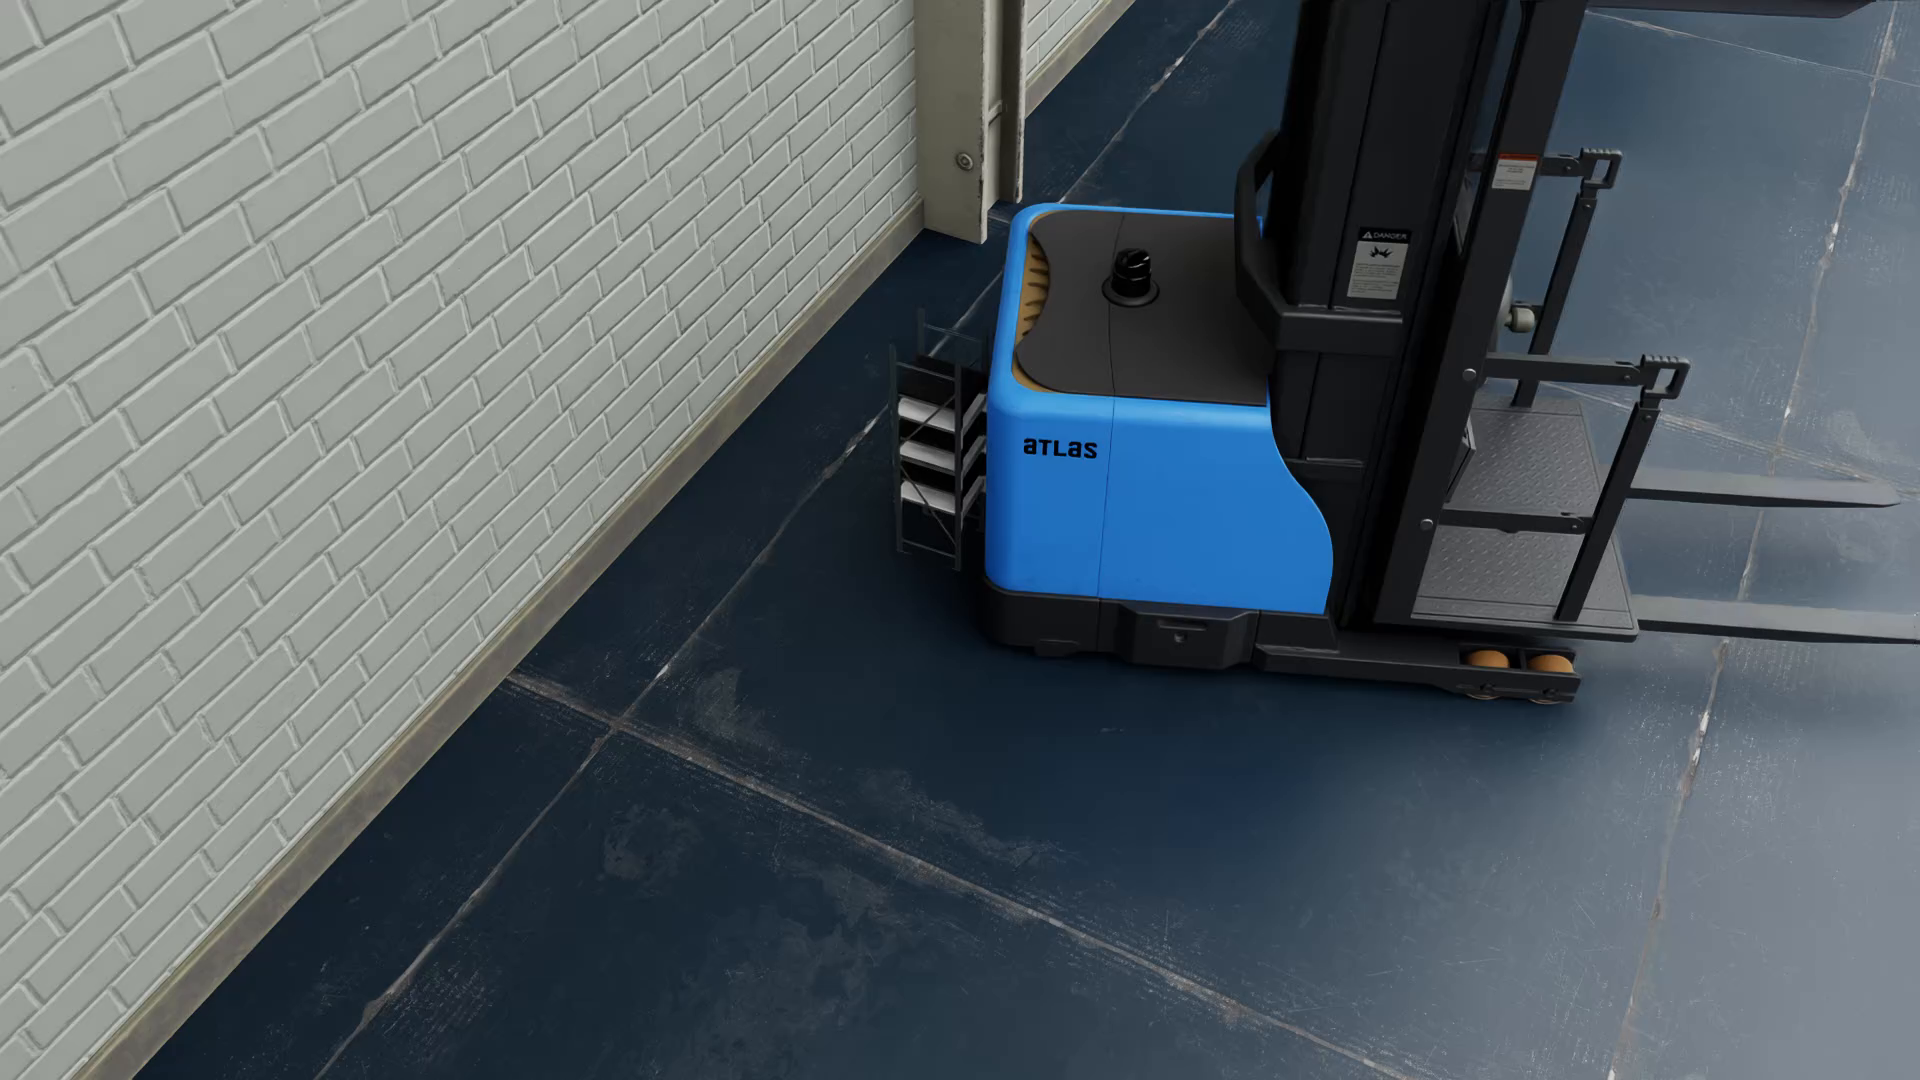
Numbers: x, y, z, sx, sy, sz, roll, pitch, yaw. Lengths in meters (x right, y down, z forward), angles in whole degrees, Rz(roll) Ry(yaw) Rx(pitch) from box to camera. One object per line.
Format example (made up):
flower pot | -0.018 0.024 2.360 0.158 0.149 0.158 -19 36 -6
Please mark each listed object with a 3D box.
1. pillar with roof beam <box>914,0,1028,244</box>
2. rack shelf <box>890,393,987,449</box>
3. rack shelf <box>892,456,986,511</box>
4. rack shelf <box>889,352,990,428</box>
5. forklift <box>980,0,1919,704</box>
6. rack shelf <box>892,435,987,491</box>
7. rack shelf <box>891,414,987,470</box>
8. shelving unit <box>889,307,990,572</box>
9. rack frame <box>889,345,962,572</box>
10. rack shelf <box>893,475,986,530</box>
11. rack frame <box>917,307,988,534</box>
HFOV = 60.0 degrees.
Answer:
pillar with roof beam | 3.858 -3.156 2.543 9.100 9.000 0.400 20 49 19
rack shelf | -0.064 -0.413 5.319 0.258 0.077 0.200 18 48 17
rack shelf | -0.064 -0.223 5.511 0.258 0.077 0.200 18 48 17
rack shelf | -0.064 -0.476 5.255 0.258 0.077 0.200 18 48 17
forklift | 1.615 -0.913 4.592 3.031 2.935 1.130 4 45 4
rack shelf | -0.064 -0.286 5.447 0.258 0.077 0.200 18 48 17
rack shelf | -0.064 -0.350 5.383 0.258 0.077 0.200 18 48 17
shelving unit | -0.064 -0.310 5.423 0.258 0.900 0.210 18 48 17
rack frame | -0.106 -0.244 5.358 0.240 0.900 0.006 18 48 17
rack shelf | -0.064 -0.160 5.575 0.258 0.077 0.200 18 48 17
rack frame | -0.023 -0.376 5.489 0.240 0.900 0.006 18 48 17
